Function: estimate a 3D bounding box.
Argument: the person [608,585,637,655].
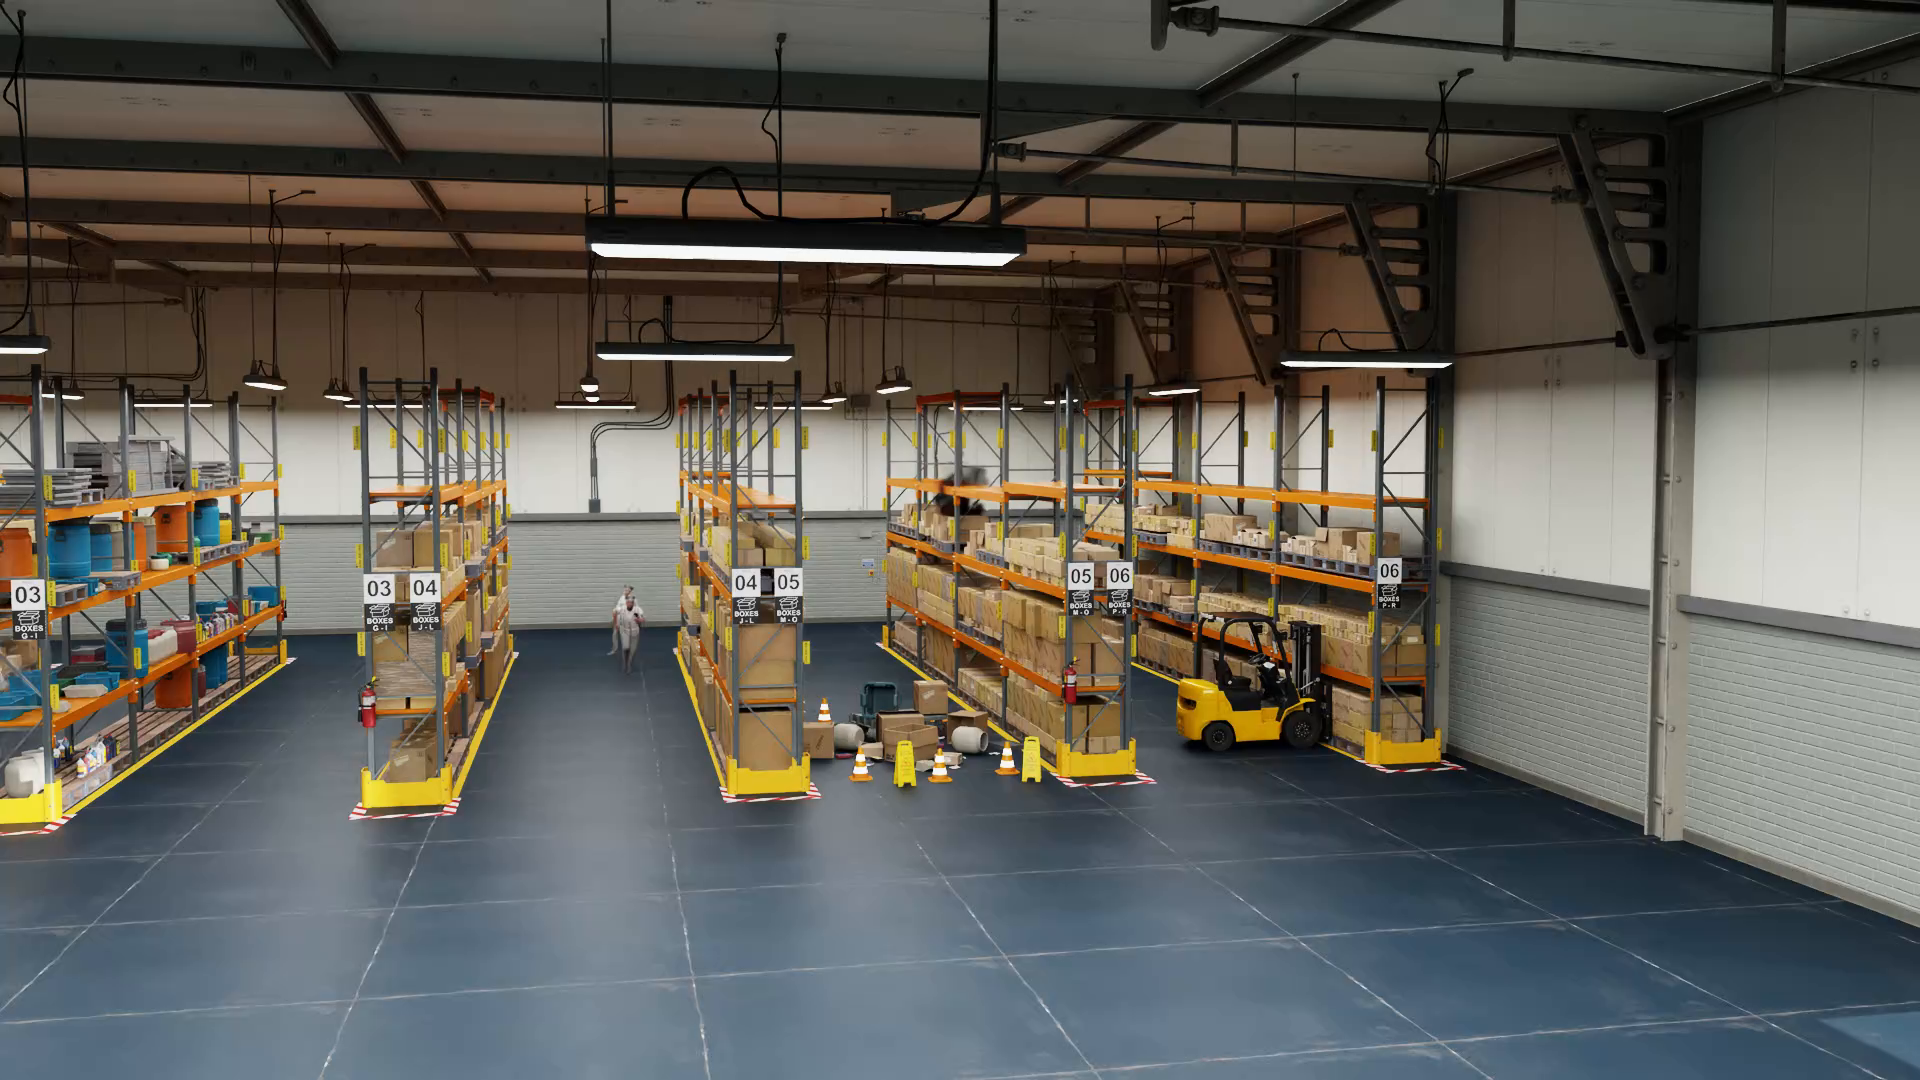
[{"bbox_3d":[-7.844,1.869,39.036,0.646,1.645,0.734,2,4,25],"label":"person"}]

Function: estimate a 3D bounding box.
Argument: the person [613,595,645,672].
[{"bbox_3d":[-7.100,2.013,35.696,0.645,1.693,0.877,-1,4,-19],"label":"person"}]

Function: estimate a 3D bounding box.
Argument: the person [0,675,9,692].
[{"bbox_3d":[-14.873,2.626,25.298,0.709,1.743,0.604,-1,4,-18],"label":"person"}]
